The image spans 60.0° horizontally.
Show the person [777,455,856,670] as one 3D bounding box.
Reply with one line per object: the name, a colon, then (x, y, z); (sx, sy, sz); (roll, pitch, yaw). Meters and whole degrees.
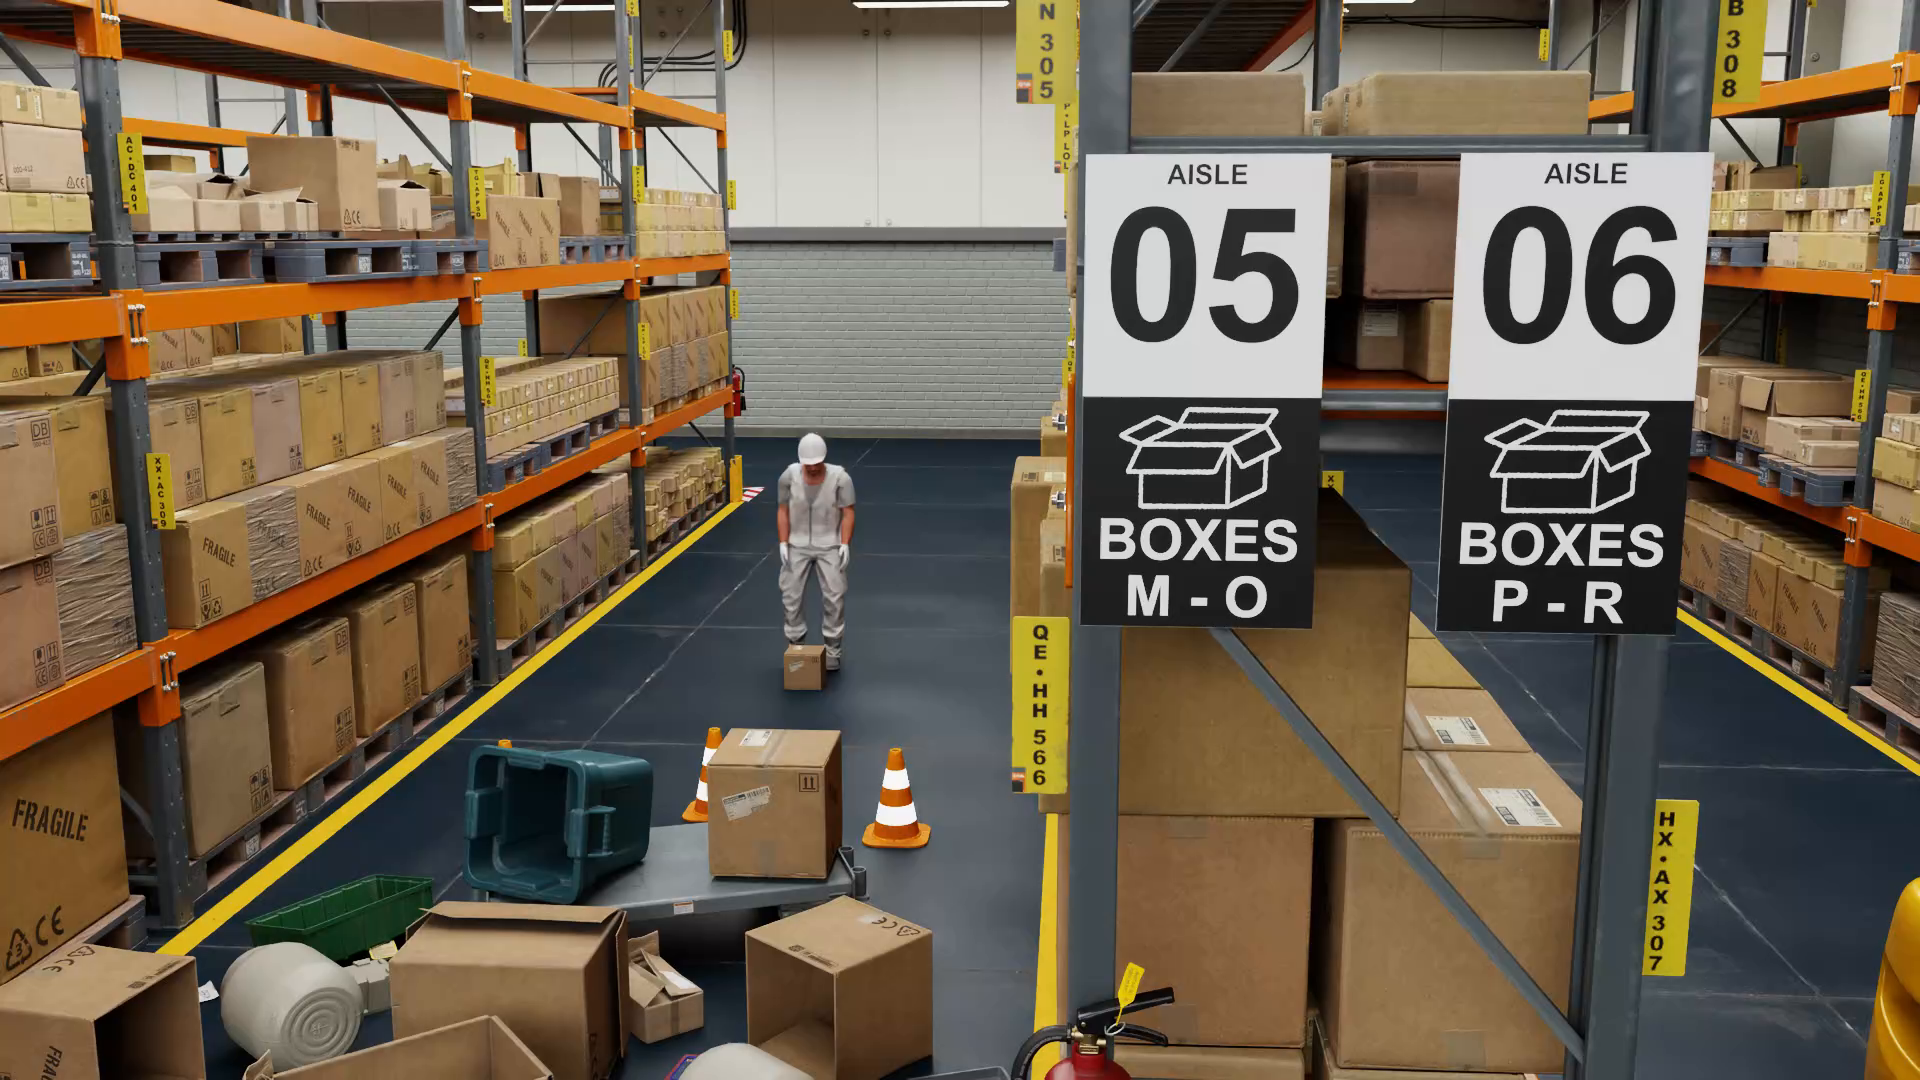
person: (-14.058, 1.455, 4.449); (25.168, 1.658, 17.615); (1, 11, 5)
